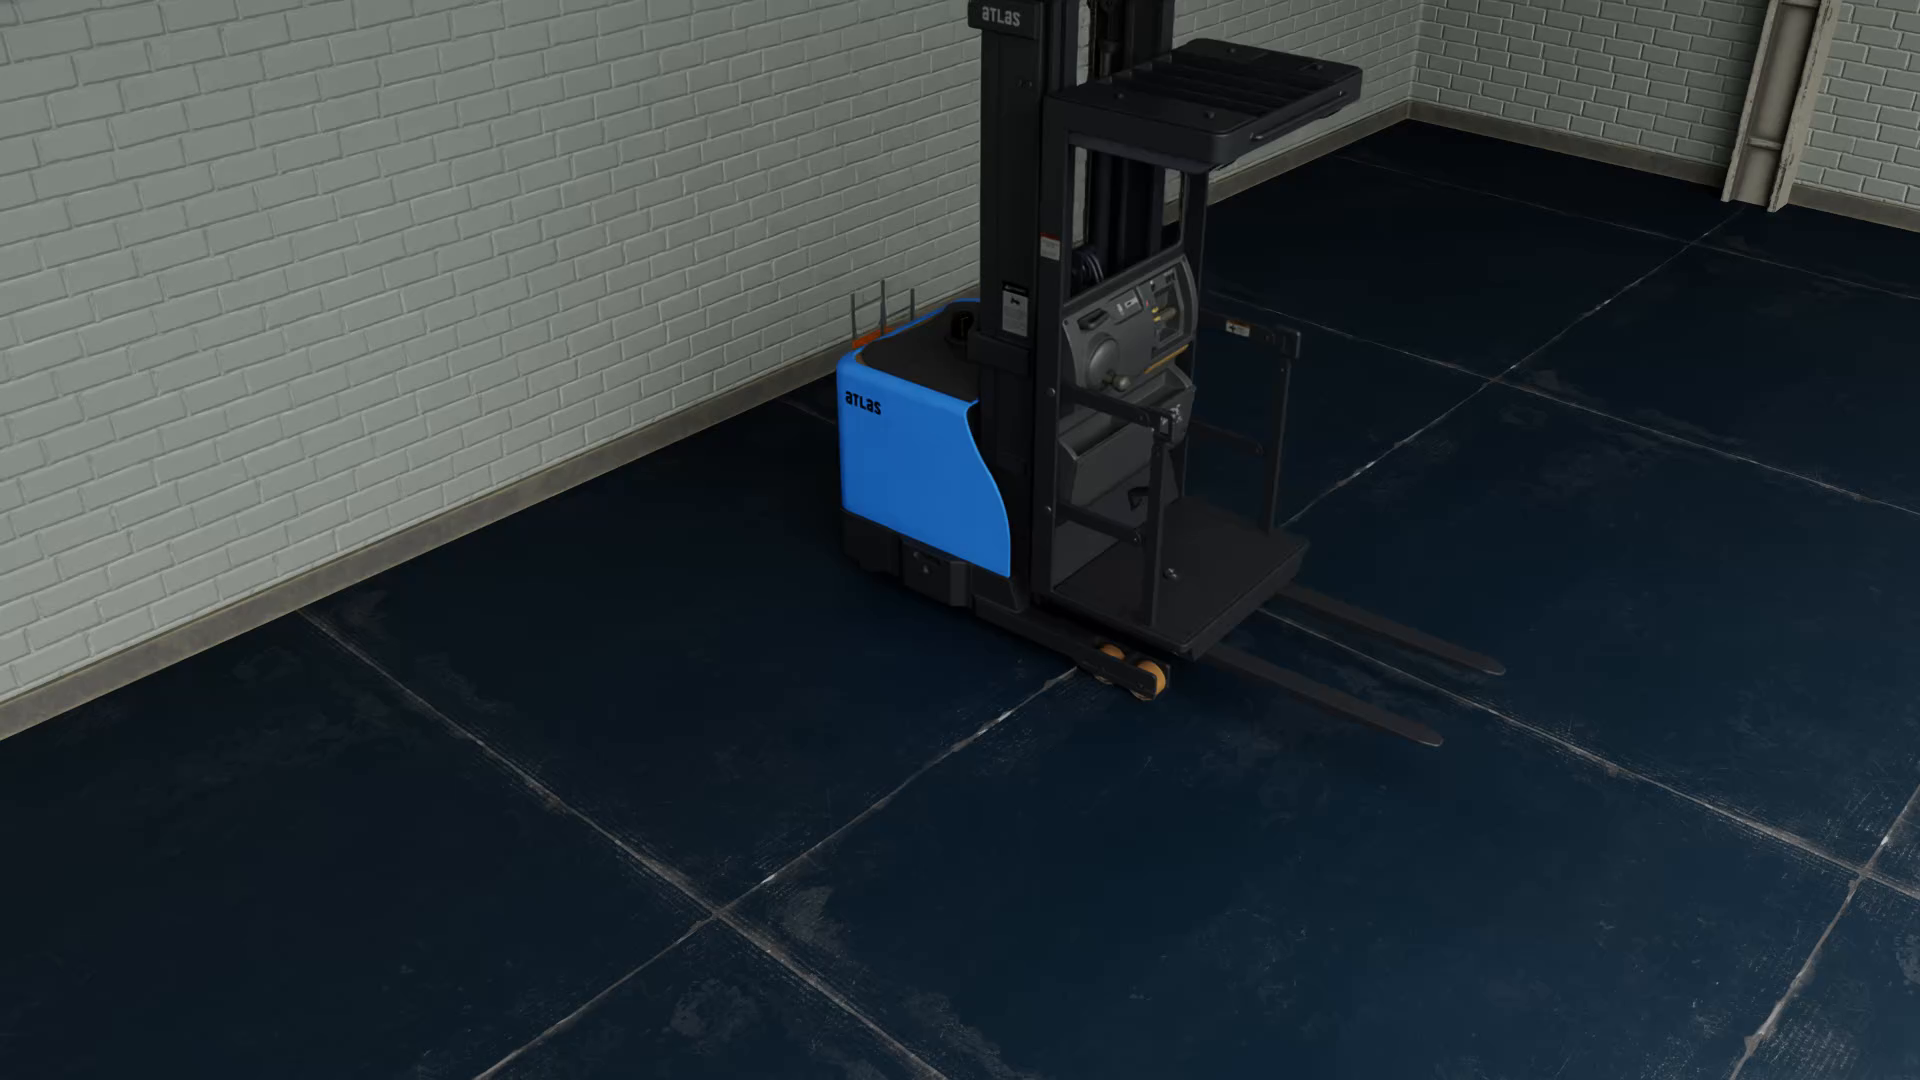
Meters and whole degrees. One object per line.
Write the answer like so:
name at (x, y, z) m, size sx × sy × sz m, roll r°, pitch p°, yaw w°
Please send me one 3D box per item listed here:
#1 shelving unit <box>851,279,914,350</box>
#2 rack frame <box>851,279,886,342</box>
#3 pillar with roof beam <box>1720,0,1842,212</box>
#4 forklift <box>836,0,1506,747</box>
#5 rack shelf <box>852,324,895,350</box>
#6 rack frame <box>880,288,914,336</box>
shelving unit at (-0.367, -0.663, 8.189) m, size 0.189 × 1.200 × 0.258 m, roll 22°, pitch 38°, yaw 32°
rack frame at (-0.439, -0.693, 8.237) m, size 0.006 × 1.200 × 0.240 m, roll 22°, pitch 38°, yaw 32°
pillar with roof beam at (3.070, -4.752, 7.418) m, size 0.400 × 9.000 × 9.100 m, roll 25°, pitch 39°, yaw 35°
forklift at (0.887, -0.880, 6.870) m, size 3.031 × 2.935 × 1.130 m, roll 22°, pitch 38°, yaw 32°
rack shelf at (-0.367, -0.934, 8.026) m, size 0.180 × 0.103 × 0.258 m, roll 22°, pitch 38°, yaw 32°
rack frame at (-0.296, -0.634, 8.140) m, size 0.006 × 1.200 × 0.240 m, roll 22°, pitch 38°, yaw 32°
